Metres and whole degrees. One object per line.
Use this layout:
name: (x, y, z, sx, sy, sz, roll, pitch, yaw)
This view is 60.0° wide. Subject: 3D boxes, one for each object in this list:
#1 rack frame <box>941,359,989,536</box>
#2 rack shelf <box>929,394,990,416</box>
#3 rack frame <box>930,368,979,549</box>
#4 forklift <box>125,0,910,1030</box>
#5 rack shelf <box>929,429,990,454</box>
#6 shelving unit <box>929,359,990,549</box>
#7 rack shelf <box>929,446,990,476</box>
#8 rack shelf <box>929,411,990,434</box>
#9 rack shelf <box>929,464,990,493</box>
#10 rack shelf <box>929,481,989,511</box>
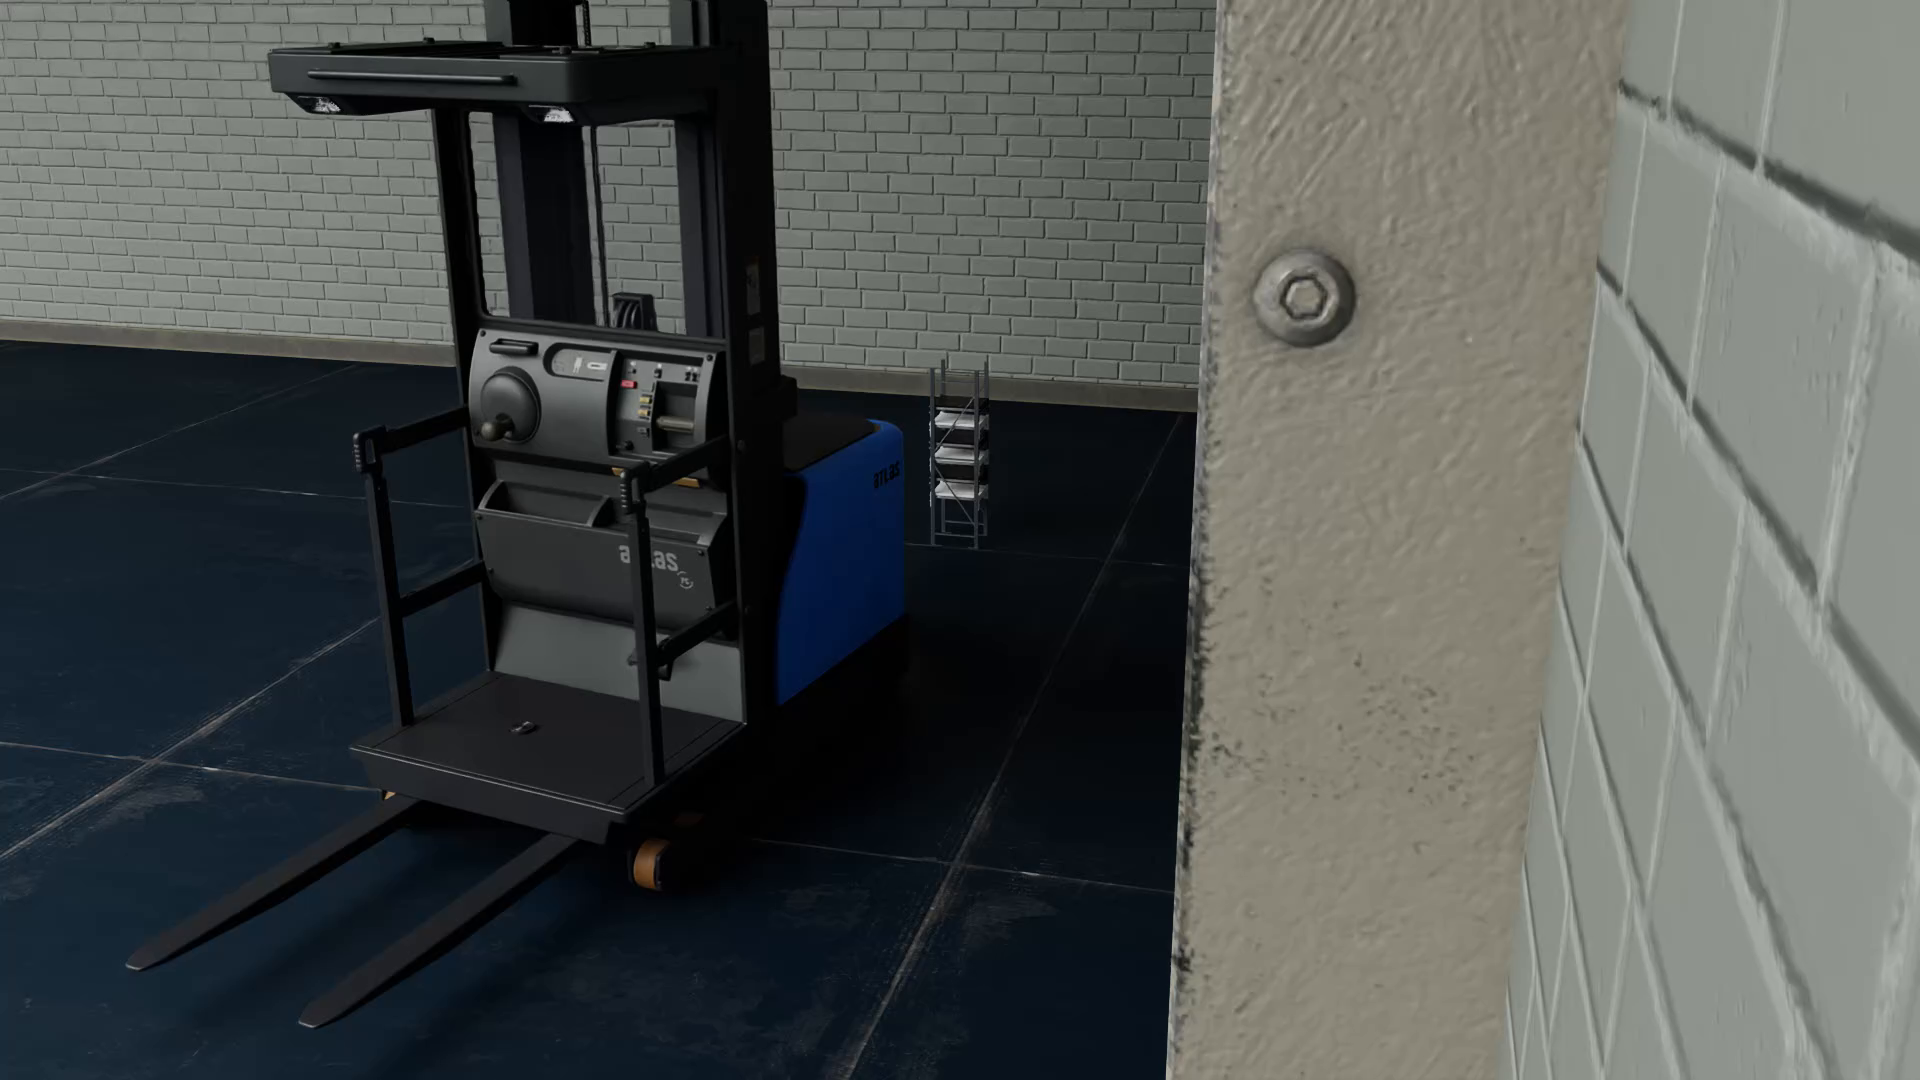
rack frame: (0.023, -0.455, 8.304, 0.240, 0.900, 0.006, 5, 19, 13)
rack shelf: (-0.002, -0.647, 8.134, 0.258, 0.077, 0.200, 5, 19, 13)
rack frame: (-0.027, -0.391, 8.117, 0.240, 0.900, 0.006, 5, 19, 13)
forklift: (-1.274, -0.454, 5.158, 1.130, 2.935, 3.031, 8, 21, 23)
rack shelf: (-0.002, -0.477, 8.192, 0.258, 0.077, 0.200, 5, 19, 13)
shelving unit: (-0.002, -0.423, 8.211, 0.258, 0.900, 0.210, 5, 19, 13)
rack shelf: (-0.002, -0.392, 8.221, 0.258, 0.077, 0.200, 5, 19, 13)
rack shelf: (-0.002, -0.562, 8.163, 0.258, 0.077, 0.200, 5, 19, 13)
rack shelf: (-0.002, -0.307, 8.250, 0.258, 0.077, 0.200, 5, 19, 13)
rack shelf: (-0.002, -0.221, 8.280, 0.258, 0.077, 0.200, 5, 19, 13)
